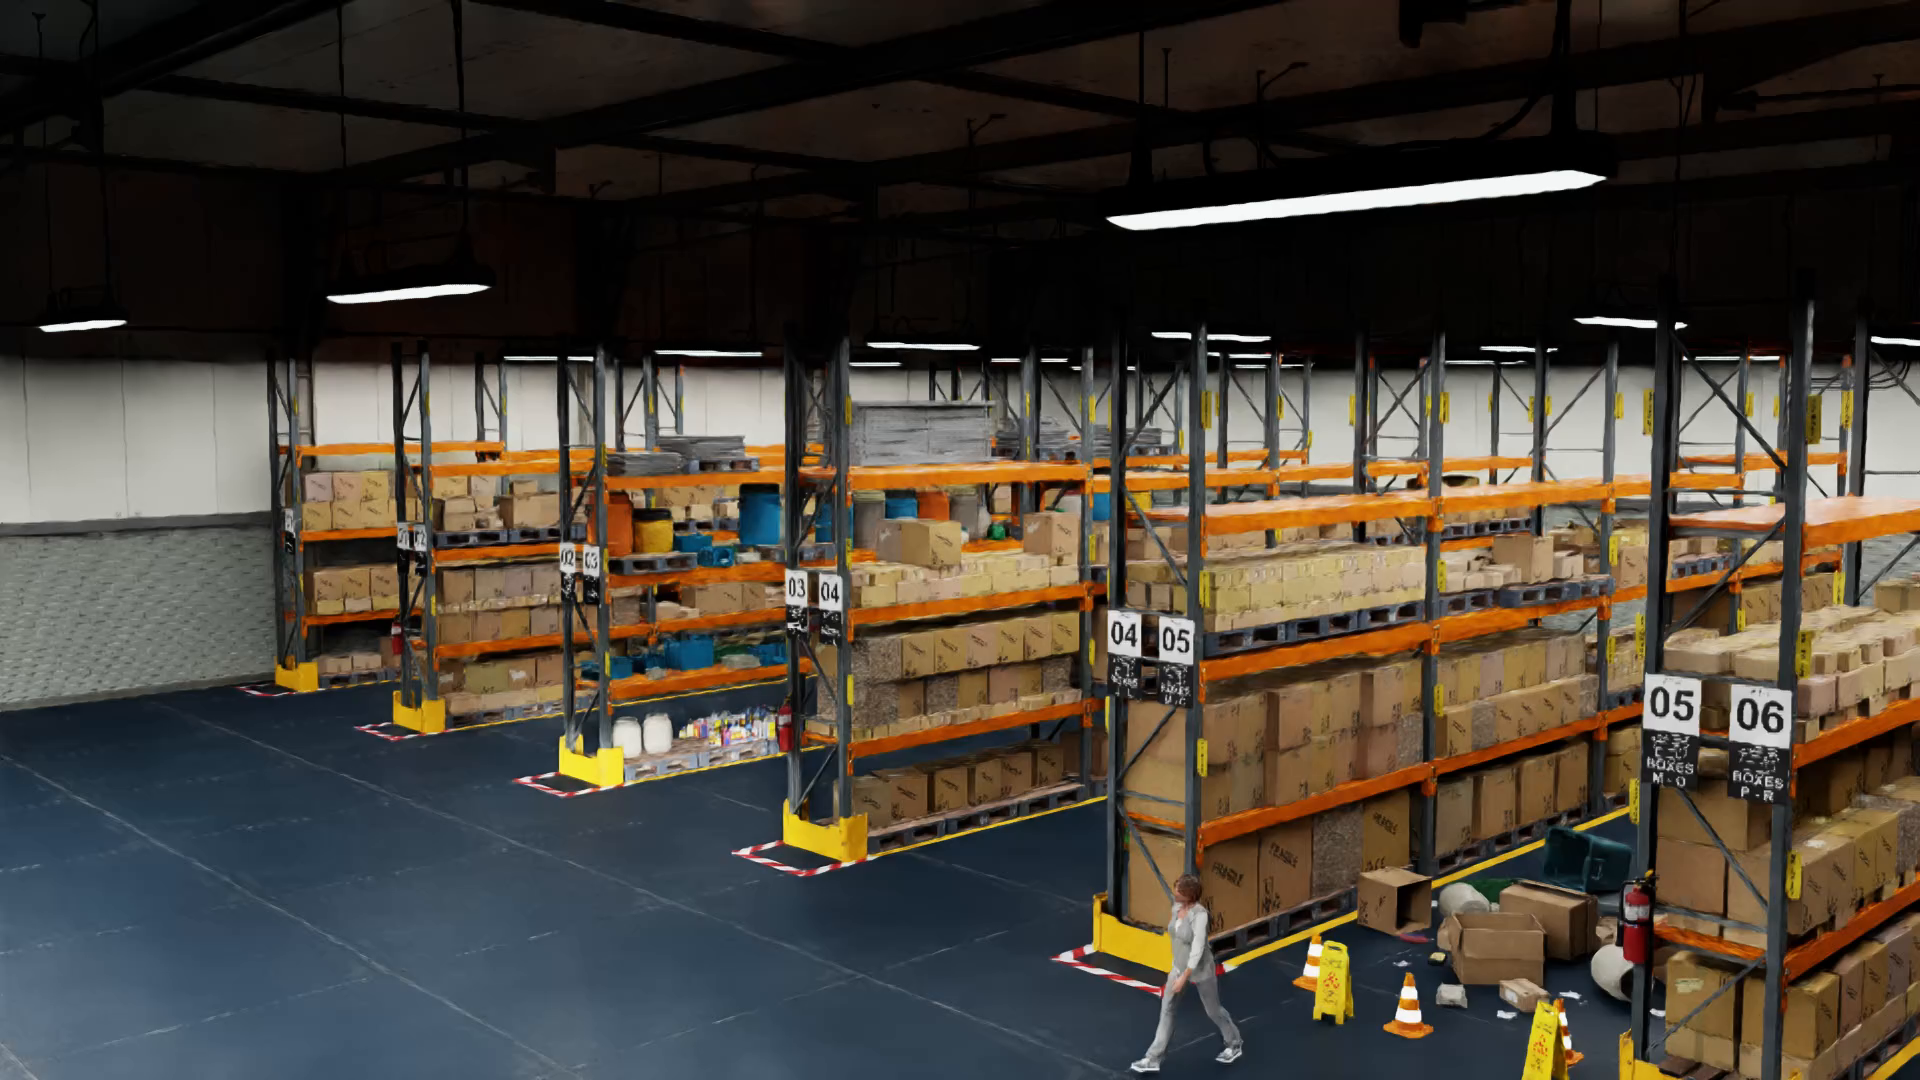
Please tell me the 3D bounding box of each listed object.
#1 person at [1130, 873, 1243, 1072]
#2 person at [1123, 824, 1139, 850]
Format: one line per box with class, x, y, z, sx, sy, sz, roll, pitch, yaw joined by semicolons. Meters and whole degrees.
person;1.770;3.289;12.694;0.962;1.533;0.408;-3;6;-34
person;2.196;2.666;18.860;0.954;1.750;0.579;-3;6;-29
